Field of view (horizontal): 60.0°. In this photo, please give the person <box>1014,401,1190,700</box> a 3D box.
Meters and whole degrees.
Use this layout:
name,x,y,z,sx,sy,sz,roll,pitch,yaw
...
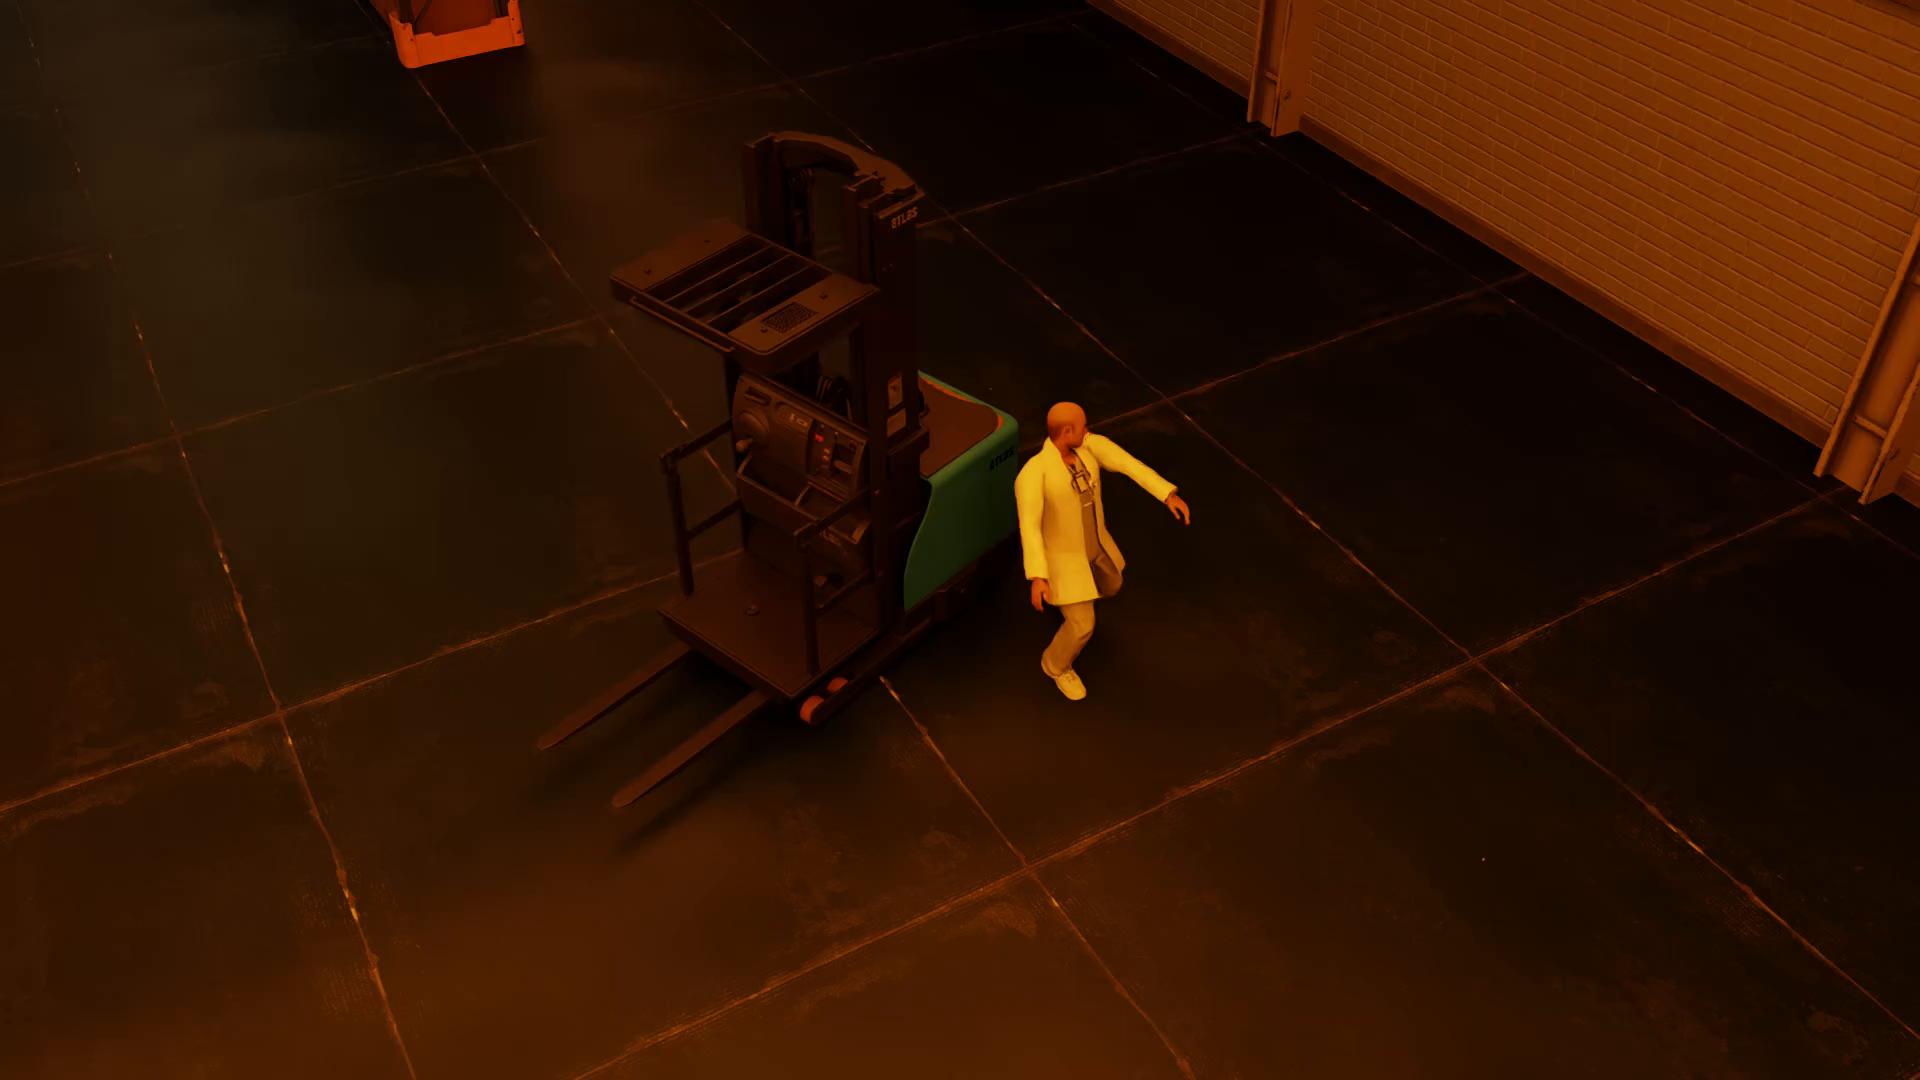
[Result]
name,x,y,z,sx,sy,sz,roll,pitch,yaw
person,0.621,0.129,8.958,0.916,1.712,0.938,32,49,33

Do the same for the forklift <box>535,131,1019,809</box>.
name,x,y,z,sx,sy,sz,roll,pitch,yaw
forklift,-0.987,-0.478,8.612,1.130,2.935,3.031,29,48,30
